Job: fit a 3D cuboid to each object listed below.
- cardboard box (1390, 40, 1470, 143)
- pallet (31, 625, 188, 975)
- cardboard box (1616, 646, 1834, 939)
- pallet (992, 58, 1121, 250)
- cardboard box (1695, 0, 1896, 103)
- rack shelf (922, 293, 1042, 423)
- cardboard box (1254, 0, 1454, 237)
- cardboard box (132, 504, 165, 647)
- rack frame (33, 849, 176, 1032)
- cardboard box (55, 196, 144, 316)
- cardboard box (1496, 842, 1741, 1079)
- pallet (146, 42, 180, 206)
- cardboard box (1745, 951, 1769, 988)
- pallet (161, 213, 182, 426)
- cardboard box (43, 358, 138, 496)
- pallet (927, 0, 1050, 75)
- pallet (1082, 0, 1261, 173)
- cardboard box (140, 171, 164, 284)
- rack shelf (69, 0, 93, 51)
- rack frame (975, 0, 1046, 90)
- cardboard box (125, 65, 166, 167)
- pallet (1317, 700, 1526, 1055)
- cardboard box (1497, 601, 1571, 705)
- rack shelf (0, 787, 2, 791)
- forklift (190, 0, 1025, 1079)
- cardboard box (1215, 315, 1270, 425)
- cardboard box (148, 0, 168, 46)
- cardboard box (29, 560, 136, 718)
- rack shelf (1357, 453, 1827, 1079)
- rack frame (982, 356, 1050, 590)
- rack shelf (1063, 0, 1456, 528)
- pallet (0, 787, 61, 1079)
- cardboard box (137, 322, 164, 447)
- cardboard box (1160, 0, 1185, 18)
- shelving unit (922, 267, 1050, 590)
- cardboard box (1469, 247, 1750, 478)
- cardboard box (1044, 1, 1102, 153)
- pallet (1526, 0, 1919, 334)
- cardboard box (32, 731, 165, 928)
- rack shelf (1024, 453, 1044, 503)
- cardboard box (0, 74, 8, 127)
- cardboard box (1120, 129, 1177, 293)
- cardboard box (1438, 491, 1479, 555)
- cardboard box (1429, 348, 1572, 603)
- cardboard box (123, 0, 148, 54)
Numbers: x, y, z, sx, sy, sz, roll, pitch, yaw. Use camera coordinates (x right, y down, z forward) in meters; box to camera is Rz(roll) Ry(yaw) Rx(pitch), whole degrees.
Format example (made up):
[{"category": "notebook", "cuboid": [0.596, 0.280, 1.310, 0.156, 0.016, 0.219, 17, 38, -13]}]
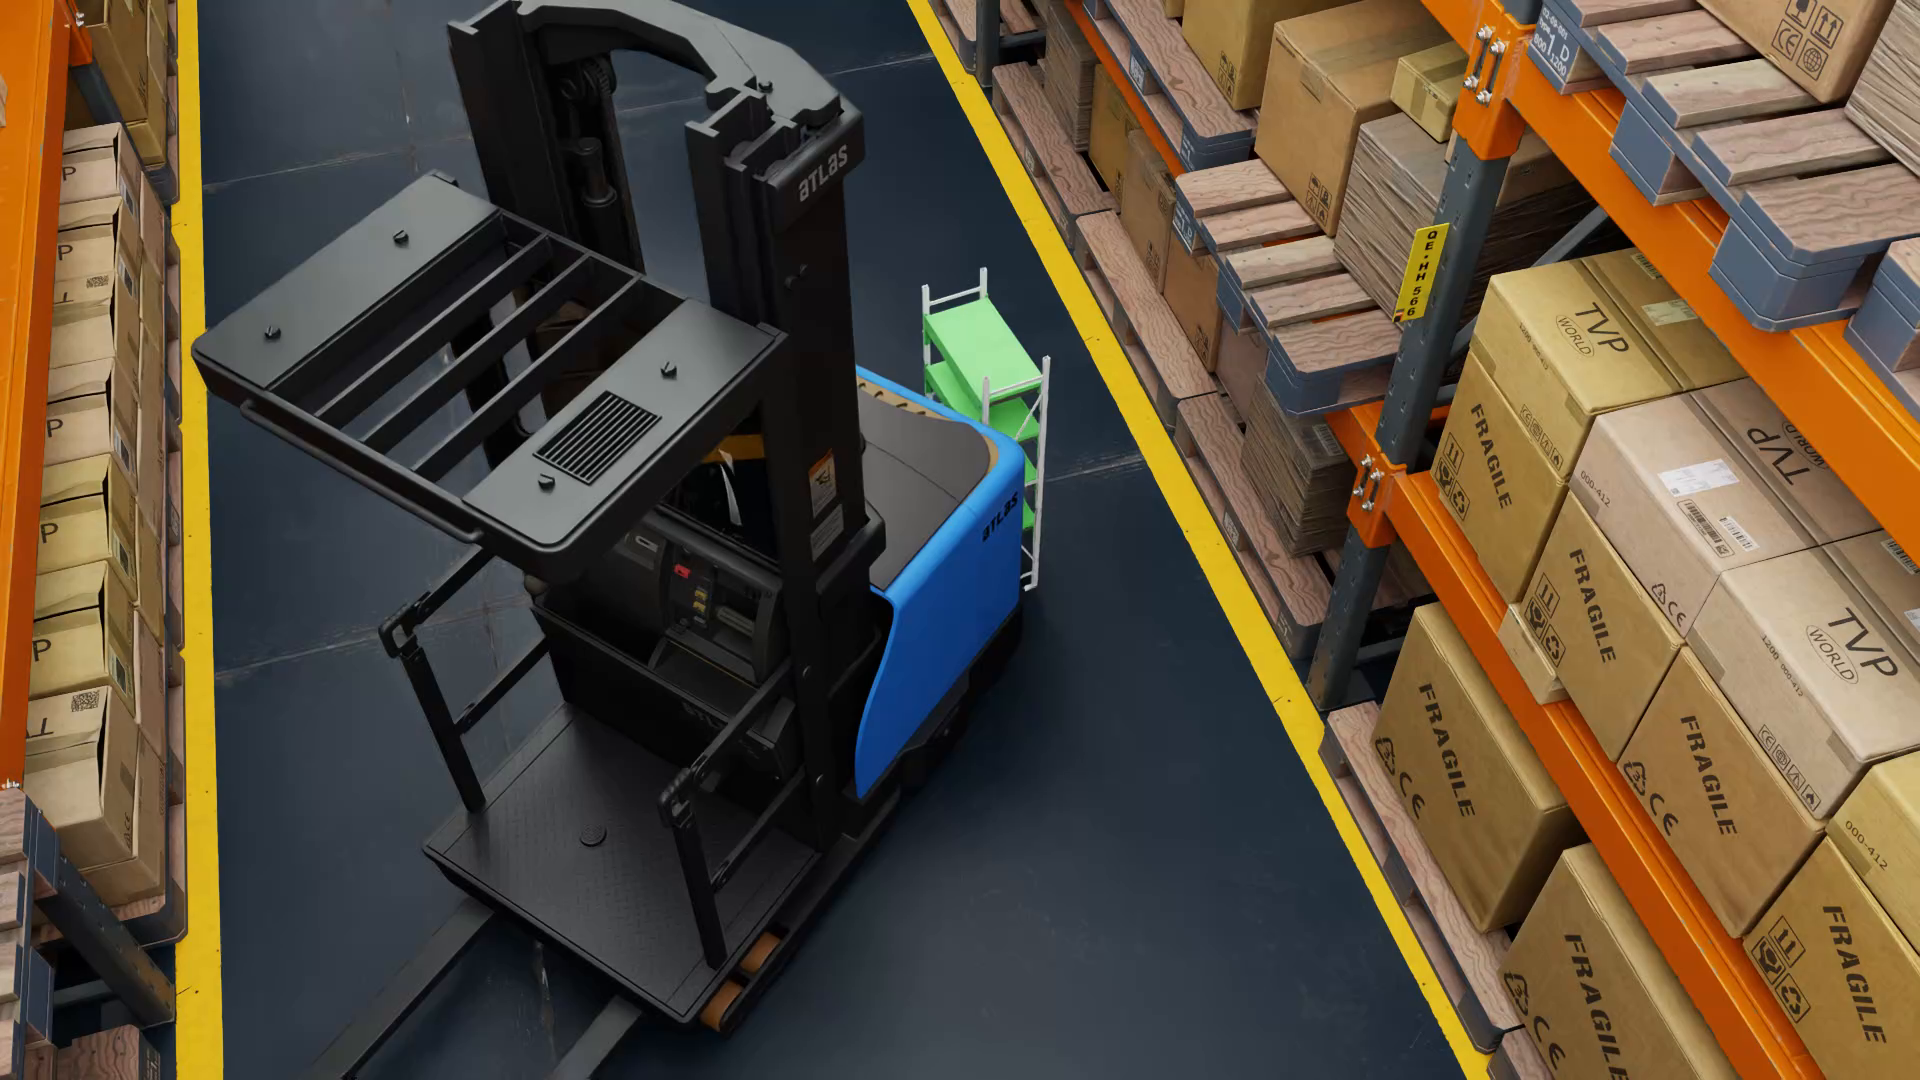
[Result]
[{"category": "cardboard box", "cuboid": [1.517, -1.358, 4.945, 0.380, 0.149, 0.250, -21, 53, -17]}, {"category": "pallet", "cuboid": [-3.180, 0.914, 5.631, 1.003, 0.211, 1.213, -13, 51, -11]}, {"category": "cardboard box", "cuboid": [1.948, 0.528, 3.860, 0.500, 0.500, 0.500, -14, 51, -11]}, {"category": "pallet", "cuboid": [0.806, -1.952, 8.047, 1.003, 0.211, 1.213, -13, 51, -11]}, {"category": "cardboard box", "cuboid": [1.953, -1.304, 3.362, 0.700, 0.500, 0.500, -17, 52, -14]}, {"category": "rack shelf", "cuboid": [0.083, -0.615, 5.729, 0.258, 0.148, 0.480, -19, 53, -16]}, {"category": "cardboard box", "cuboid": [1.417, -1.415, 5.417, 0.700, 0.500, 0.500, -18, 52, -14]}, {"category": "cardboard box", "cuboid": [-3.157, 0.182, 5.948, 0.500, 0.250, 0.500, -15, 51, -12]}, {"category": "rack frame", "cuboid": [-2.974, 0.625, 4.051, 1.000, 3.000, 0.127, -13, 51, -11]}, {"category": "cardboard box", "cuboid": [-3.603, -1.117, 6.676, 0.500, 0.311, 0.500, -12, 51, -10]}, {"category": "cardboard box", "cuboid": [2.102, 1.268, 4.640, 0.750, 0.750, 0.750, -14, 51, -11]}, {"category": "pallet", "cuboid": [-4.352, -1.988, 8.077, 1.003, 0.211, 1.213, -13, 51, -11]}, {"category": "cardboard box", "cuboid": [2.097, 0.988, 3.896, 0.380, 0.149, 0.250, -13, 51, -11]}, {"category": "pallet", "cuboid": [-3.902, -0.868, 7.134, 1.003, 0.211, 1.213, -13, 51, -11]}, {"category": "cardboard box", "cuboid": [-3.313, -0.384, 6.058, 0.500, 0.311, 0.500, -14, 51, -11]}, {"category": "pallet", "cuboid": [0.342, -3.003, 8.933, 1.003, 0.211, 1.213, -13, 51, -11]}, {"category": "pallet", "cuboid": [1.133, -1.872, 6.282, 1.003, 0.211, 1.213, -13, 51, -11]}, {"category": "cardboard box", "cuboid": [-3.757, -1.308, 7.204, 0.500, 0.250, 0.500, -14, 51, -11]}, {"category": "rack shelf", "cuboid": [-4.748, -3.525, 8.020, 1.077, 0.370, 4.000, -13, 51, -11]}, {"category": "rack frame", "cuboid": [0.574, -3.419, 7.460, 1.000, 3.000, 0.127, -13, 51, -11]}, {"category": "cardboard box", "cuboid": [-4.004, -1.953, 7.748, 0.500, 0.250, 0.500, -13, 51, -11]}, {"category": "pallet", "cuboid": [1.918, 0.994, 5.564, 1.003, 0.211, 1.213, -13, 51, -11]}, {"category": "cardboard box", "cuboid": [1.697, 0.269, 4.502, 0.380, 0.149, 0.250, -12, 51, -10]}, {"category": "rack shelf", "cuboid": [-2.382, 2.318, 3.094, 1.077, 0.370, 4.000, -13, 51, -11]}, {"category": "forklift", "cuboid": [-0.998, 0.178, 4.473, 1.130, 2.935, 3.031, 27, 55, 21]}, {"category": "cardboard box", "cuboid": [1.453, -0.750, 6.557, 0.700, 0.500, 0.500, -13, 51, -11]}, {"category": "cardboard box", "cuboid": [-4.290, -2.685, 8.365, 0.500, 0.250, 0.500, -13, 51, -11]}, {"category": "cardboard box", "cuboid": [-3.012, 0.365, 5.427, 0.500, 0.311, 0.500, -14, 51, -12]}, {"category": "rack shelf", "cuboid": [2.349, 1.195, 4.041, 1.077, 0.370, 4.000, -13, 51, -11]}, {"category": "rack frame", "cuboid": [0.185, -0.178, 5.905, 0.240, 1.200, 0.015, -19, 53, -16]}, {"category": "rack shelf", "cuboid": [1.166, -1.726, 6.504, 1.077, 0.370, 4.000, -13, 51, -11]}, {"category": "pallet", "cuboid": [-2.706, 1.166, 3.720, 1.213, 0.211, 1.003, -13, 51, -11]}, {"category": "cardboard box", "cuboid": [-3.458, -0.565, 6.578, 0.500, 0.250, 0.500, -12, 51, -10]}, {"category": "cardboard box", "cuboid": [1.075, -2.330, 6.189, 0.700, 0.500, 0.500, -7, 50, -6]}, {"category": "shelving unit", "cuboid": [0.083, -0.347, 6.048, 0.258, 1.200, 0.503, -19, 53, -16]}, {"category": "cardboard box", "cuboid": [1.654, -0.463, 4.205, 0.500, 0.250, 0.500, -12, 51, -10]}, {"category": "cardboard box", "cuboid": [0.808, -2.221, 7.798, 0.700, 0.500, 0.500, -12, 51, -10]}, {"category": "pallet", "cuboid": [1.998, -0.945, 3.536, 1.213, 0.211, 1.003, -11, 51, -9]}, {"category": "cardboard box", "cuboid": [-2.848, 0.927, 5.320, 0.500, 0.250, 0.500, -13, 51, -11]}, {"category": "rack shelf", "cuboid": [0.083, -0.306, 6.096, 0.258, 0.148, 0.480, -19, 53, -16]}, {"category": "cardboard box", "cuboid": [-3.721, -1.652, 6.059, 0.396, 0.266, 0.258, -14, 51, -12]}, {"category": "cardboard box", "cuboid": [1.121, -1.474, 7.167, 0.700, 0.500, 0.500, -13, 51, -11]}, {"category": "cardboard box", "cuboid": [1.633, -0.130, 4.839, 0.380, 0.149, 0.250, -14, 51, -12]}, {"category": "cardboard box", "cuboid": [1.656, -0.220, 4.490, 0.500, 0.500, 0.500, -12, 51, -10]}, {"category": "cardboard box", "cuboid": [-4.150, -2.560, 7.769, 0.500, 0.500, 0.500, -13, 51, -11]}]
